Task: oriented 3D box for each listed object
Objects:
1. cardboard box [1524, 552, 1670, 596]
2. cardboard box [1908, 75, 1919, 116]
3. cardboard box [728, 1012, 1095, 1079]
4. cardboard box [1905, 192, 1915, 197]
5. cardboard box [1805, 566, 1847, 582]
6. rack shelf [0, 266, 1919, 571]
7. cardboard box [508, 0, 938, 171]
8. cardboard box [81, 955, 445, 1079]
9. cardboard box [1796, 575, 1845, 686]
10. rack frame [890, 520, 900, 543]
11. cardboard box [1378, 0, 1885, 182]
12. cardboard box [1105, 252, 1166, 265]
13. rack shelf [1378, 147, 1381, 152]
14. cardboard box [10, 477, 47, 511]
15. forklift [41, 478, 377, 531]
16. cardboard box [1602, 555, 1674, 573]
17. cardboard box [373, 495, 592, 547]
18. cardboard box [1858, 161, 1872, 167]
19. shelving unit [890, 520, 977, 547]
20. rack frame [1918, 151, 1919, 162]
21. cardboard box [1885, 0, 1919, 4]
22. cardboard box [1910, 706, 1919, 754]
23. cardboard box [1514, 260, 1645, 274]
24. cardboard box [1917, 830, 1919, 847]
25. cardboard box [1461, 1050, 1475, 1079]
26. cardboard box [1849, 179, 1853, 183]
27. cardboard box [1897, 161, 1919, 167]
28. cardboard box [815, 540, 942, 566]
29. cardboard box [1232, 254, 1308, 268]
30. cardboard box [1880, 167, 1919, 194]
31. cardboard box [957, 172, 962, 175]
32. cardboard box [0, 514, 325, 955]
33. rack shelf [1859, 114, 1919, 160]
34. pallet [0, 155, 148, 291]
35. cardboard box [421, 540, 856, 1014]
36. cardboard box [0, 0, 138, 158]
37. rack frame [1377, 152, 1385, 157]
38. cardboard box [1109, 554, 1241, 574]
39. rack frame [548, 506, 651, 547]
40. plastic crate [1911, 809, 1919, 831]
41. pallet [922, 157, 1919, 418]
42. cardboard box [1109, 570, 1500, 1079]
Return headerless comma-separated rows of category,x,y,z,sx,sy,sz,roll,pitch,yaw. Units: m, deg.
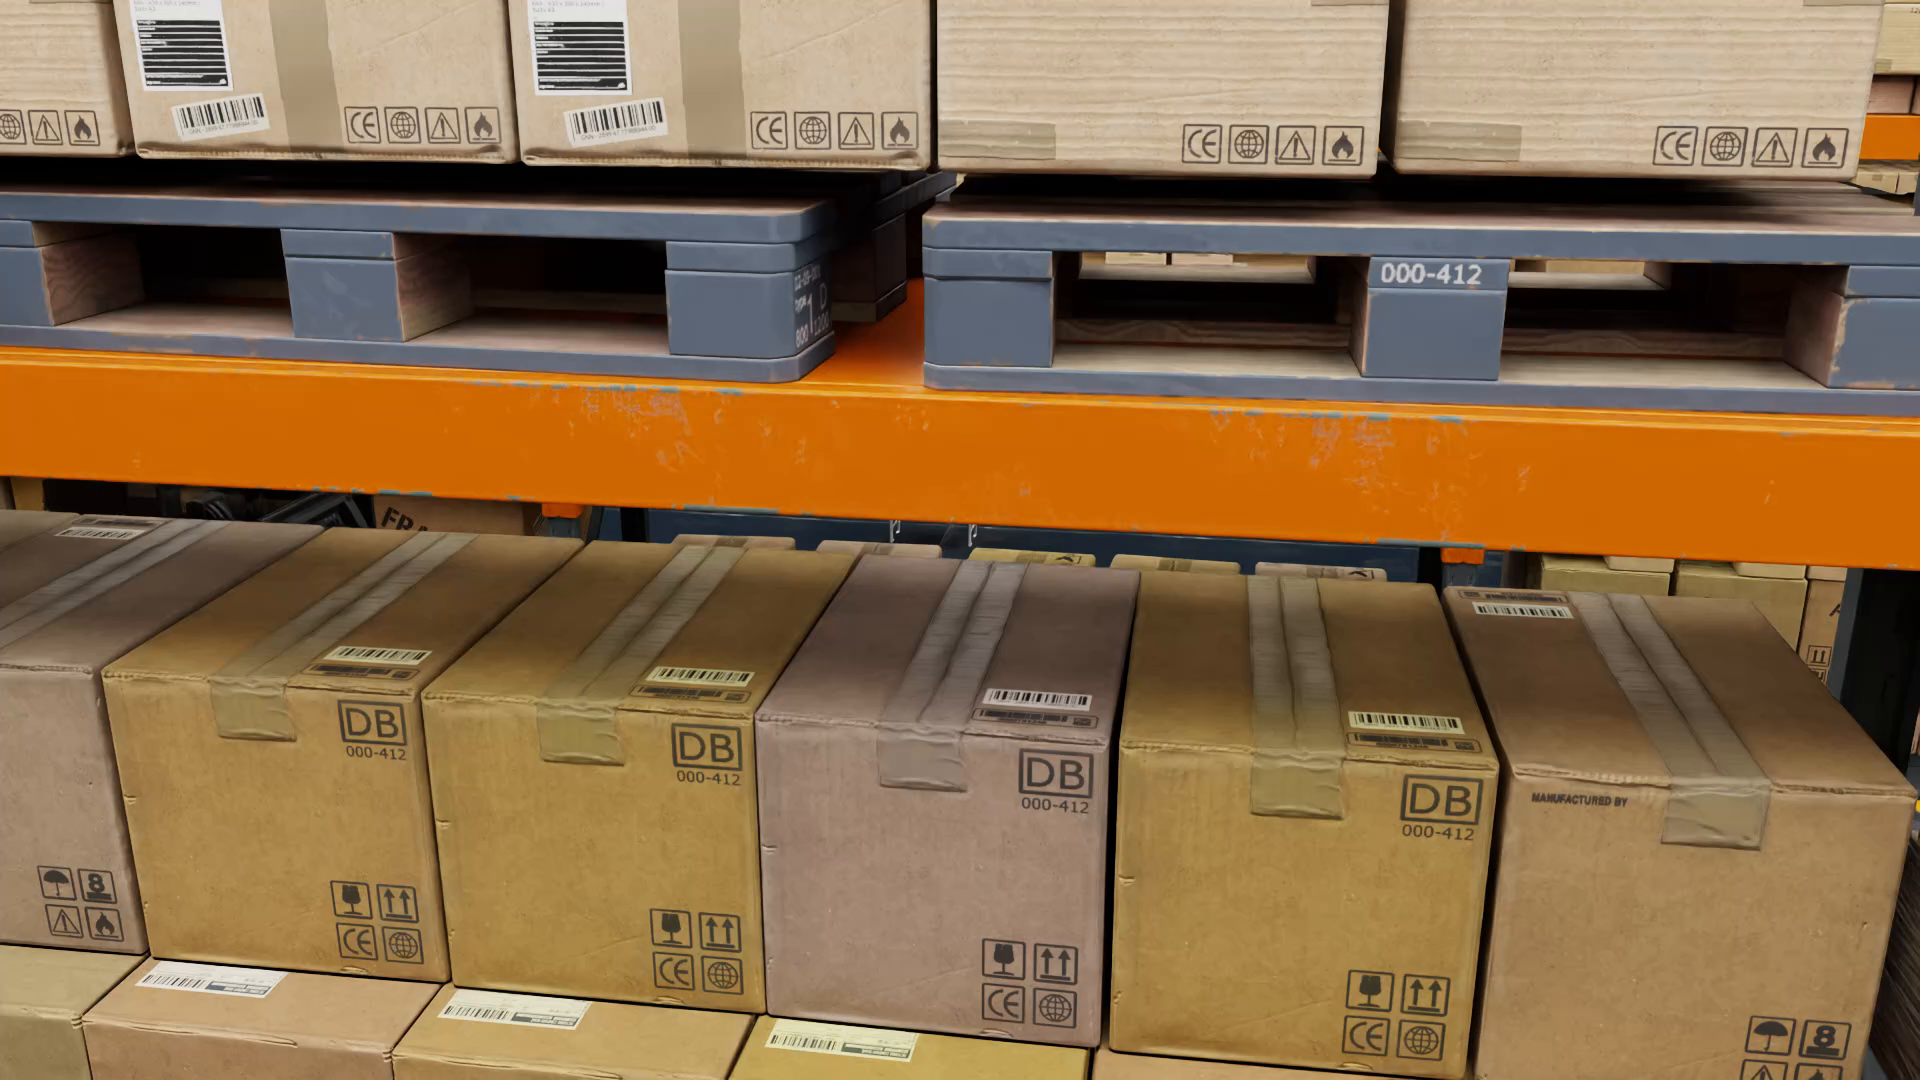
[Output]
cardboard box,2.737,0.285,7.212,0.500,0.500,0.500,4,19,11
cardboard box,3.725,-1.696,6.314,0.250,0.149,0.380,3,19,8
cardboard box,-0.044,0.937,2.617,0.500,0.500,0.500,3,19,9
cardboard box,4.119,-1.086,6.621,0.500,0.500,0.700,3,19,8
cardboard box,3.625,0.041,6.921,0.250,0.149,0.380,4,19,12
rack shelf,-0.463,-0.204,2.592,4.000,0.370,1.077,3,19,9
cardboard box,-0.254,-0.668,2.167,0.500,0.311,0.500,2,19,7
cardboard box,-1.037,0.887,2.769,0.500,0.500,0.500,3,19,9
cardboard box,3.779,0.335,7.063,0.500,0.500,0.500,4,19,12
rack frame,-0.404,-0.590,10.174,0.015,1.200,0.240,3,19,9
cardboard box,0.789,-0.605,2.075,0.500,0.250,0.500,3,19,9
cardboard box,0.749,-1.263,7.039,0.250,0.149,0.380,2,19,6
rack shelf,0.223,-1.760,7.242,4.000,0.370,1.077,3,19,9
cardboard box,-4.183,-0.123,8.630,0.875,0.875,0.875,3,19,10
forklift,-1.986,0.109,5.359,3.031,2.935,1.130,4,19,11
cardboard box,2.851,0.003,7.034,0.250,0.149,0.380,3,19,9
cardboard box,-2.421,-0.032,8.357,0.875,0.875,0.875,3,19,8
cardboard box,6.117,-2.544,11.532,0.250,0.149,0.380,3,19,10
shelving unit,-0.163,-0.577,10.138,0.503,1.200,0.258,3,19,9
rack frame,1.512,-1.867,1.701,0.127,3.000,1.000,3,19,9
cardboard box,3.485,-2.103,6.273,0.250,0.149,0.380,2,19,7
cardboard box,3.790,0.690,7.184,0.500,0.250,0.500,3,19,8
cardboard box,2.597,-1.151,6.812,0.500,0.500,0.700,3,19,8
cardboard box,1.871,0.424,2.370,0.550,0.550,0.875,3,19,9
cardboard box,0.954,0.988,2.465,0.500,0.500,0.500,3,19,8
cardboard box,5.798,-2.423,11.169,0.250,0.149,0.380,3,19,9
cardboard box,6.633,-2.512,11.434,0.250,0.149,0.380,3,19,8
cardboard box,-0.466,0.334,8.057,0.625,0.372,0.950,3,19,8
cardboard box,1.215,-0.942,7.101,0.500,0.500,0.500,3,19,9
cardboard box,6.295,-2.383,11.048,0.250,0.149,0.380,3,19,9
cardboard box,-0.093,-2.726,12.544,0.250,0.149,0.380,3,19,9
cardboard box,-1.496,0.306,2.929,0.500,0.500,0.700,3,19,8
rack shelf,4.172,-1.559,6.641,4.000,0.370,1.077,3,19,9
pallet,-1.793,-0.541,2.762,1.003,0.211,1.213,4,19,11
cardboard box,-0.485,0.357,2.777,0.500,0.500,0.700,3,19,8
cardboard box,-1.263,-0.691,2.330,0.500,0.250,0.500,3,19,10
rack frame,2.981,-2.133,11.951,0.127,3.000,1.000,3,19,9
cardboard box,0.969,0.408,7.835,0.625,0.372,0.950,4,19,12
rack frame,-1.752,-0.779,7.905,0.127,3.000,1.000,3,19,9
plastic crate,3.617,1.142,6.763,0.583,0.080,0.402,-3,19,-10
pallet,0.599,-0.385,2.299,1.217,0.209,0.805,2,19,6
cardboard box,0.513,0.408,2.623,0.500,0.500,0.700,3,19,8
